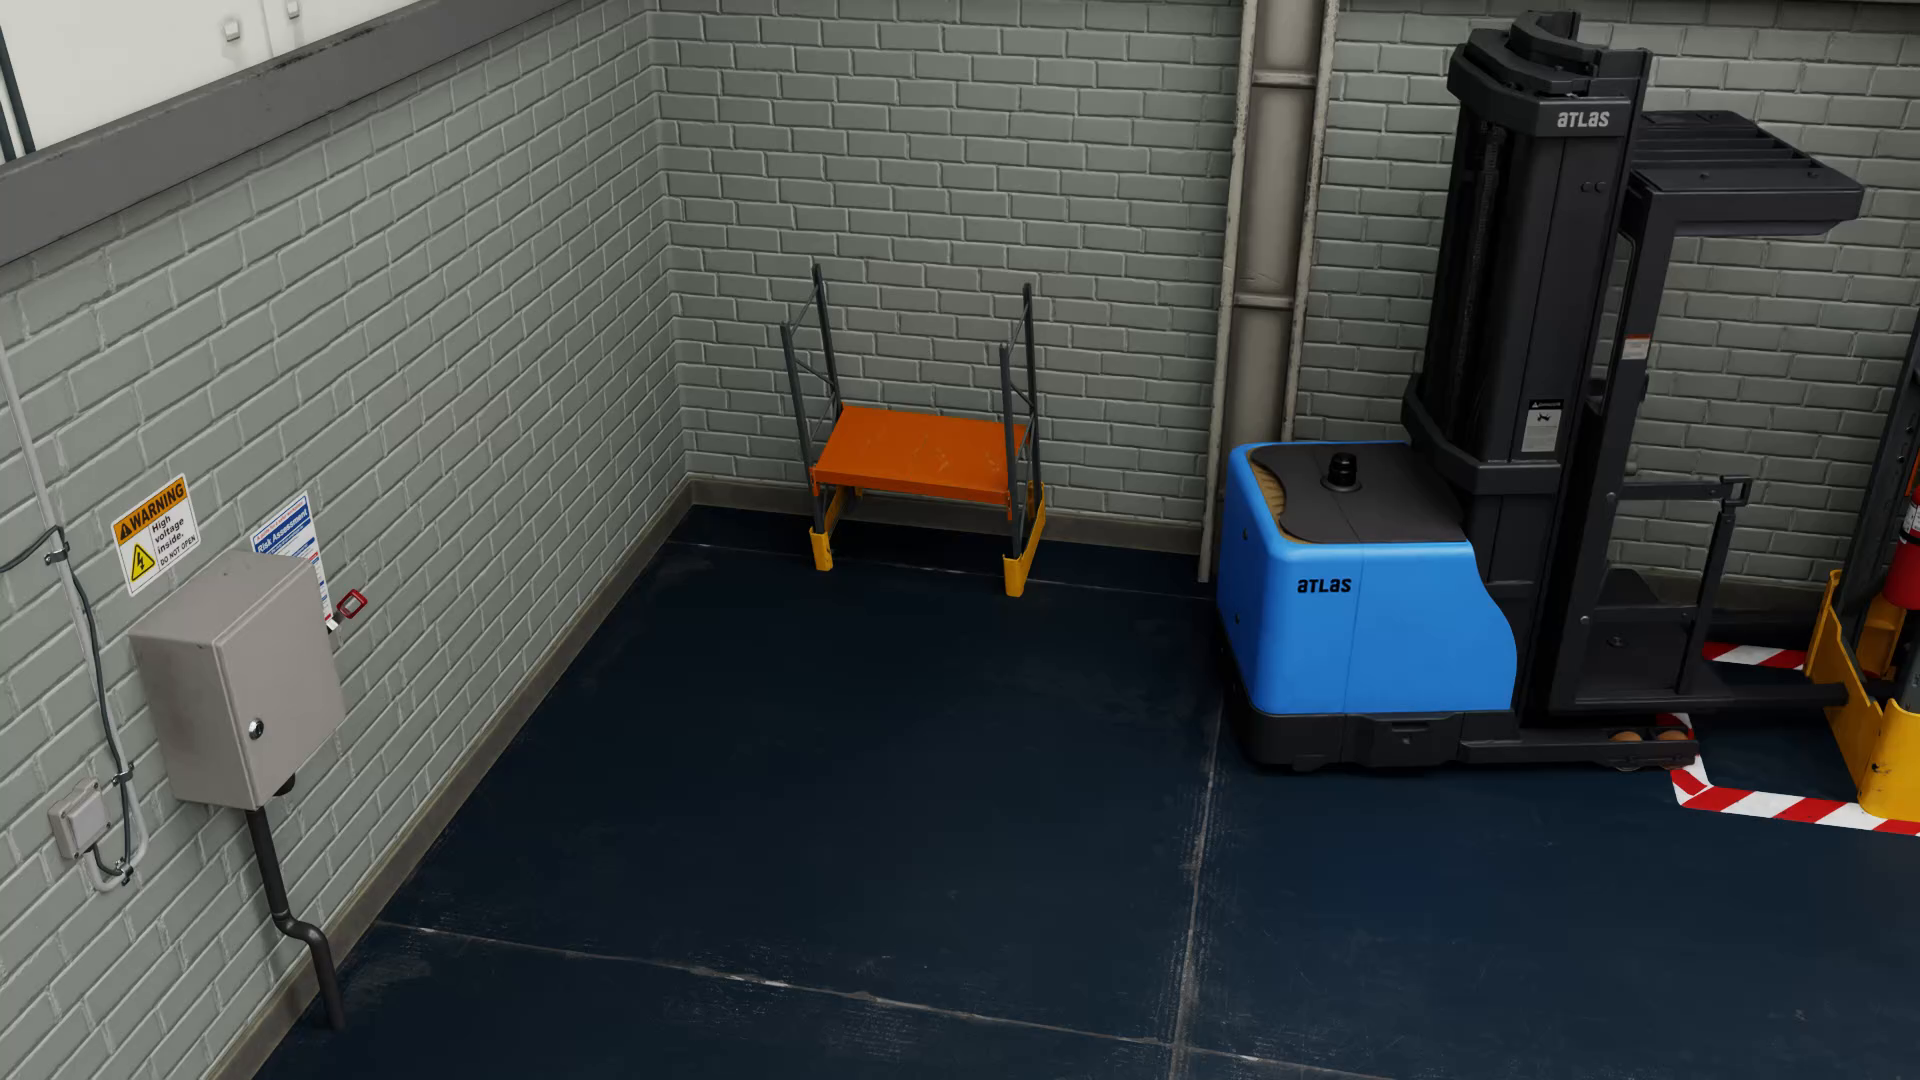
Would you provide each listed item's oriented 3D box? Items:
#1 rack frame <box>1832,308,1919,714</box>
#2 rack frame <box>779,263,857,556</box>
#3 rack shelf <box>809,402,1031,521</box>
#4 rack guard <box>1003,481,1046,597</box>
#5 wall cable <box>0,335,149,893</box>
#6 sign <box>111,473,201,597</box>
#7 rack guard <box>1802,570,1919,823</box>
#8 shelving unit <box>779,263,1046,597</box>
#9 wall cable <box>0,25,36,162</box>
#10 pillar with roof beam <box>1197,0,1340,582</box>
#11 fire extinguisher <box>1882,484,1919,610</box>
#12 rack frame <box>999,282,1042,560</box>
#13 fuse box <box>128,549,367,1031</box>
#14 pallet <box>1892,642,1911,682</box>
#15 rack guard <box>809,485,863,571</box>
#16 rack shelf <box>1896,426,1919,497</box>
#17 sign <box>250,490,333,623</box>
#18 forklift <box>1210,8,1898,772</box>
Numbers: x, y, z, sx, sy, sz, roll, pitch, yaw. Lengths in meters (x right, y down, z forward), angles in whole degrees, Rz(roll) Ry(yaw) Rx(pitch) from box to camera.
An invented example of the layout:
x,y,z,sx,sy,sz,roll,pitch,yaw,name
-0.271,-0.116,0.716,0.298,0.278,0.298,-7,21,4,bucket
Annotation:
x,y,z,sx,sy,sz,roll,pitch,yaw,name
3.869,-0.466,6.478,0.127,3.000,1.000,6,29,11,rack frame
-0.681,-0.587,8.154,0.032,1.500,0.500,7,45,13,rack frame
-0.177,-0.393,8.159,1.000,0.185,0.538,7,45,13,rack shelf
0.326,-0.010,8.351,0.087,0.250,0.587,7,45,13,rack guard
-2.399,0.198,4.207,0.122,1.984,0.588,6,29,11,wall cable
-2.316,-0.018,4.799,0.001,0.242,0.339,6,29,11,sign
3.943,0.638,7.064,0.348,0.500,1.175,6,29,11,rack guard
-0.199,-0.525,8.038,1.083,1.500,0.587,7,45,13,shelving unit
-2.008,-2.878,4.597,0.133,3.039,2.988,6,29,11,wall cable
0.521,-1.770,2.611,0.400,9.000,9.100,6,29,11,pillar with roof beam
3.628,-0.066,6.216,0.183,0.674,0.296,6,29,11,fire extinguisher
0.300,-0.460,7.918,0.032,1.500,0.500,7,45,13,rack frame
-2.102,0.904,5.317,0.414,1.711,0.539,6,29,11,fuse box
4.723,0.844,6.988,1.213,0.211,1.003,6,29,11,pallet
-0.635,-0.134,8.582,0.087,0.250,0.587,7,45,13,rack guard
5.825,0.050,6.284,4.000,0.370,1.077,6,29,11,rack shelf
-2.201,0.128,5.492,0.001,0.494,0.329,6,29,11,sign
2.691,-0.569,6.738,3.031,2.935,1.130,-1,29,-2,forklift
